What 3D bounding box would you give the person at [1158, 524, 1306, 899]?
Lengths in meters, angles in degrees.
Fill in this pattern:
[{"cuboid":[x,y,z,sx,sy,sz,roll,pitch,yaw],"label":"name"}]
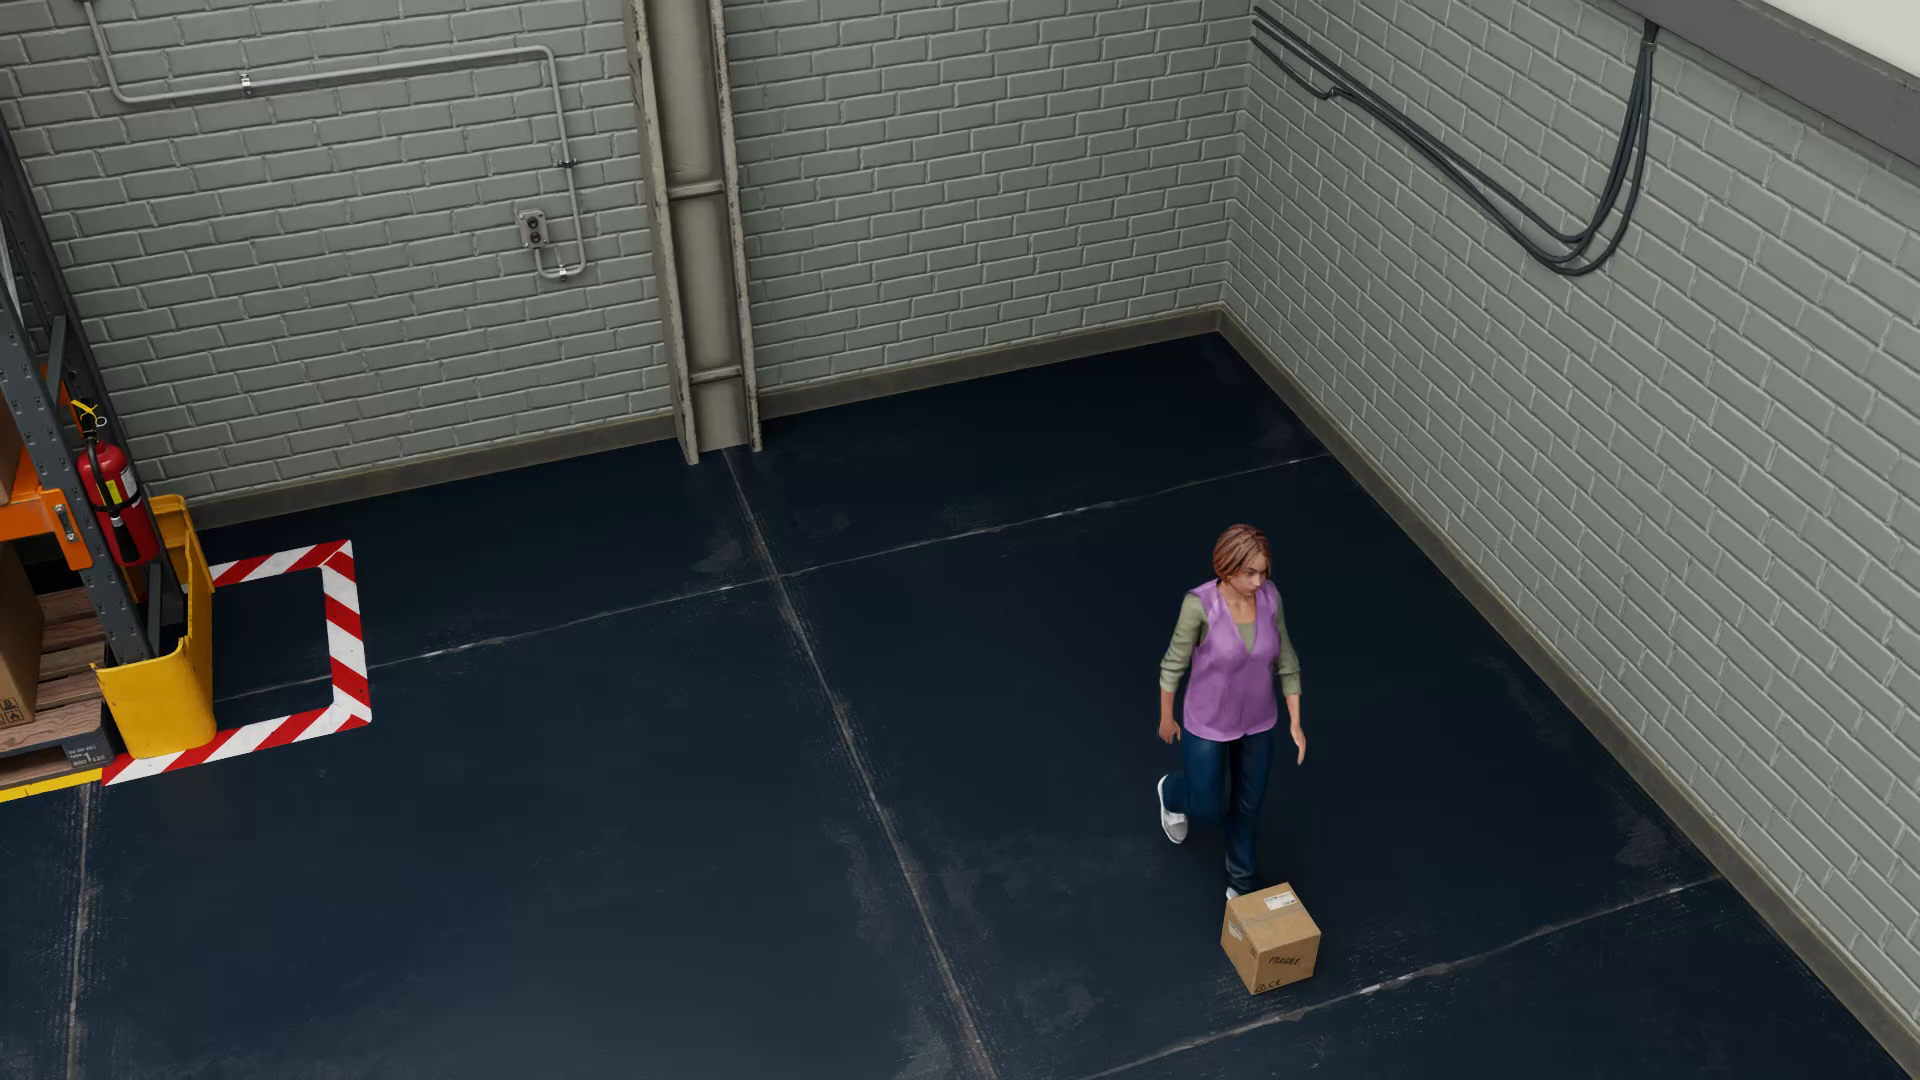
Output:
[{"cuboid":[0.985,0.685,5.929,0.473,1.559,0.697,-12,40,-15],"label":"person"}]
